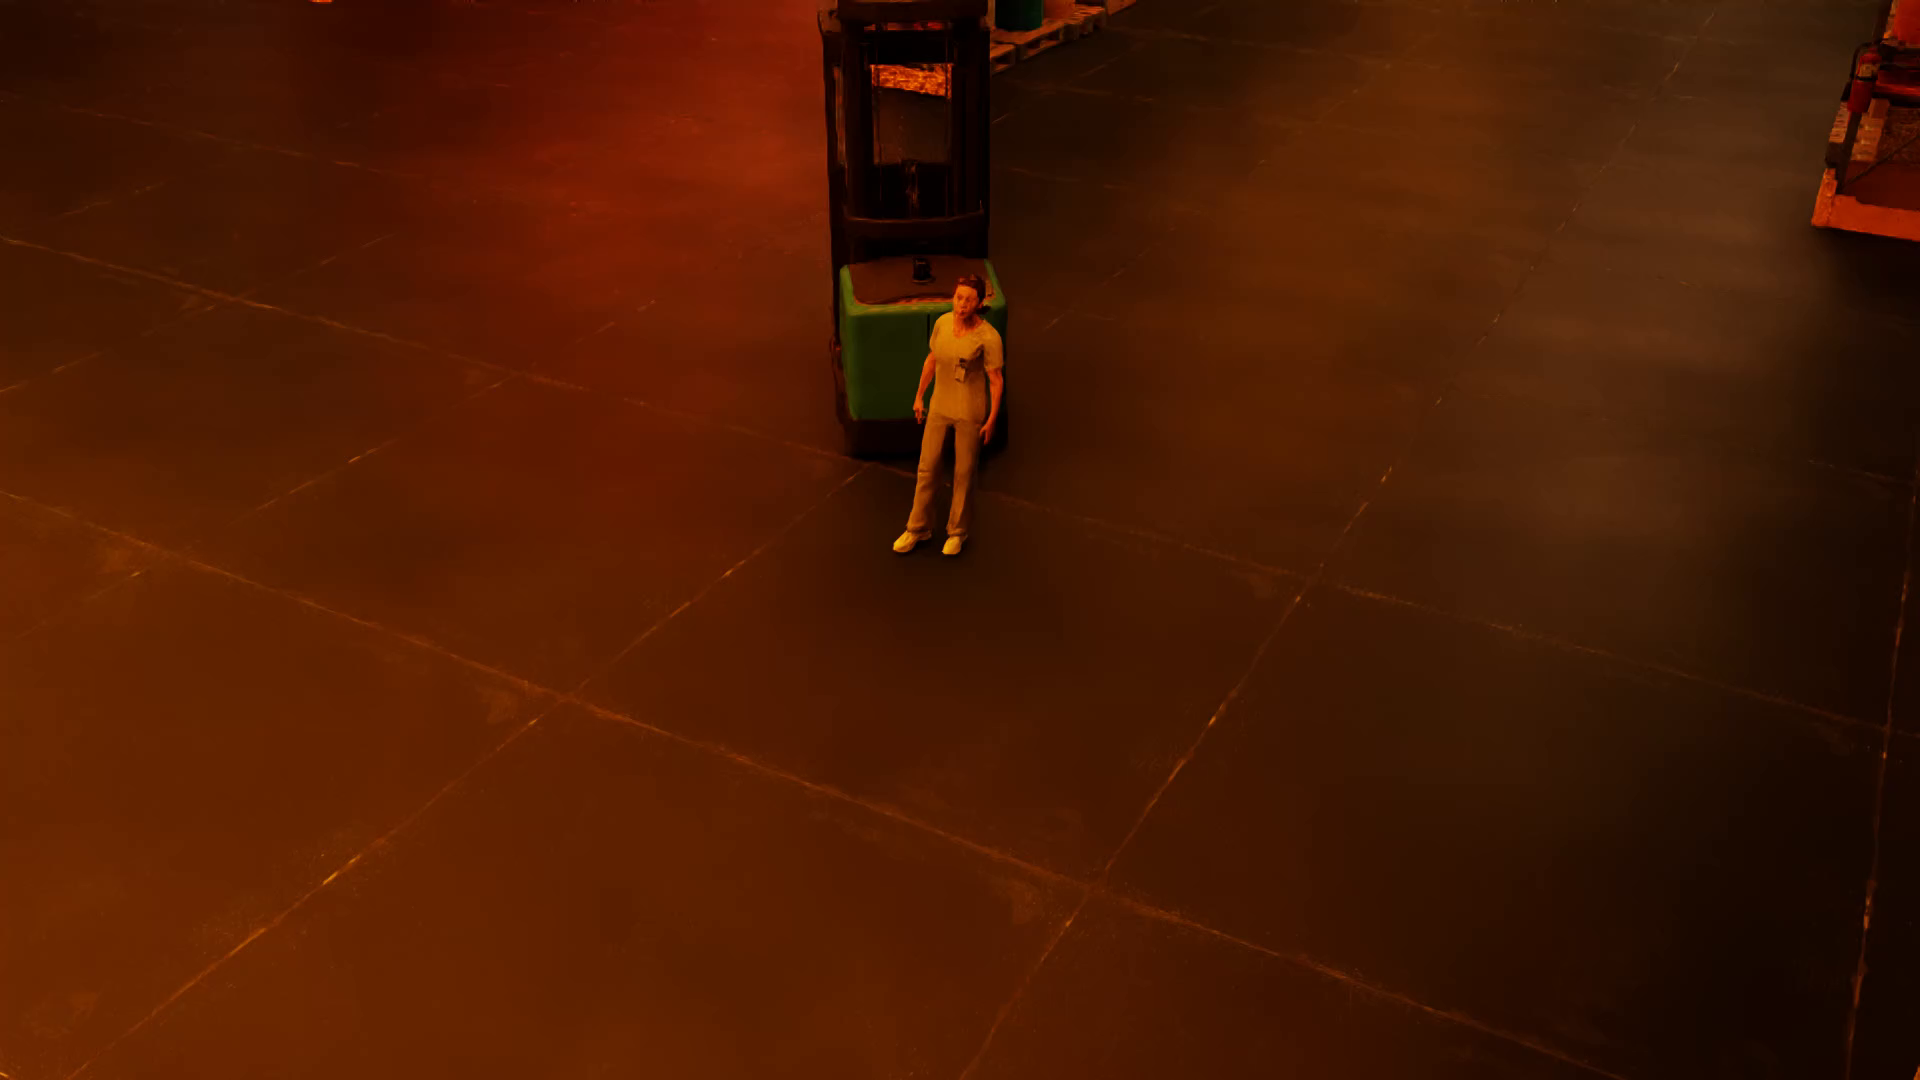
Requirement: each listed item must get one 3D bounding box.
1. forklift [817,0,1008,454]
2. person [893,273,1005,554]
[{"bbox_3d":[-0.378,-2.547,11.483,1.130,2.935,3.031,-3,30,-6],"label":"forklift"},{"bbox_3d":[-0.047,-0.693,9.535,0.550,1.652,0.548,15,33,25],"label":"person"}]
